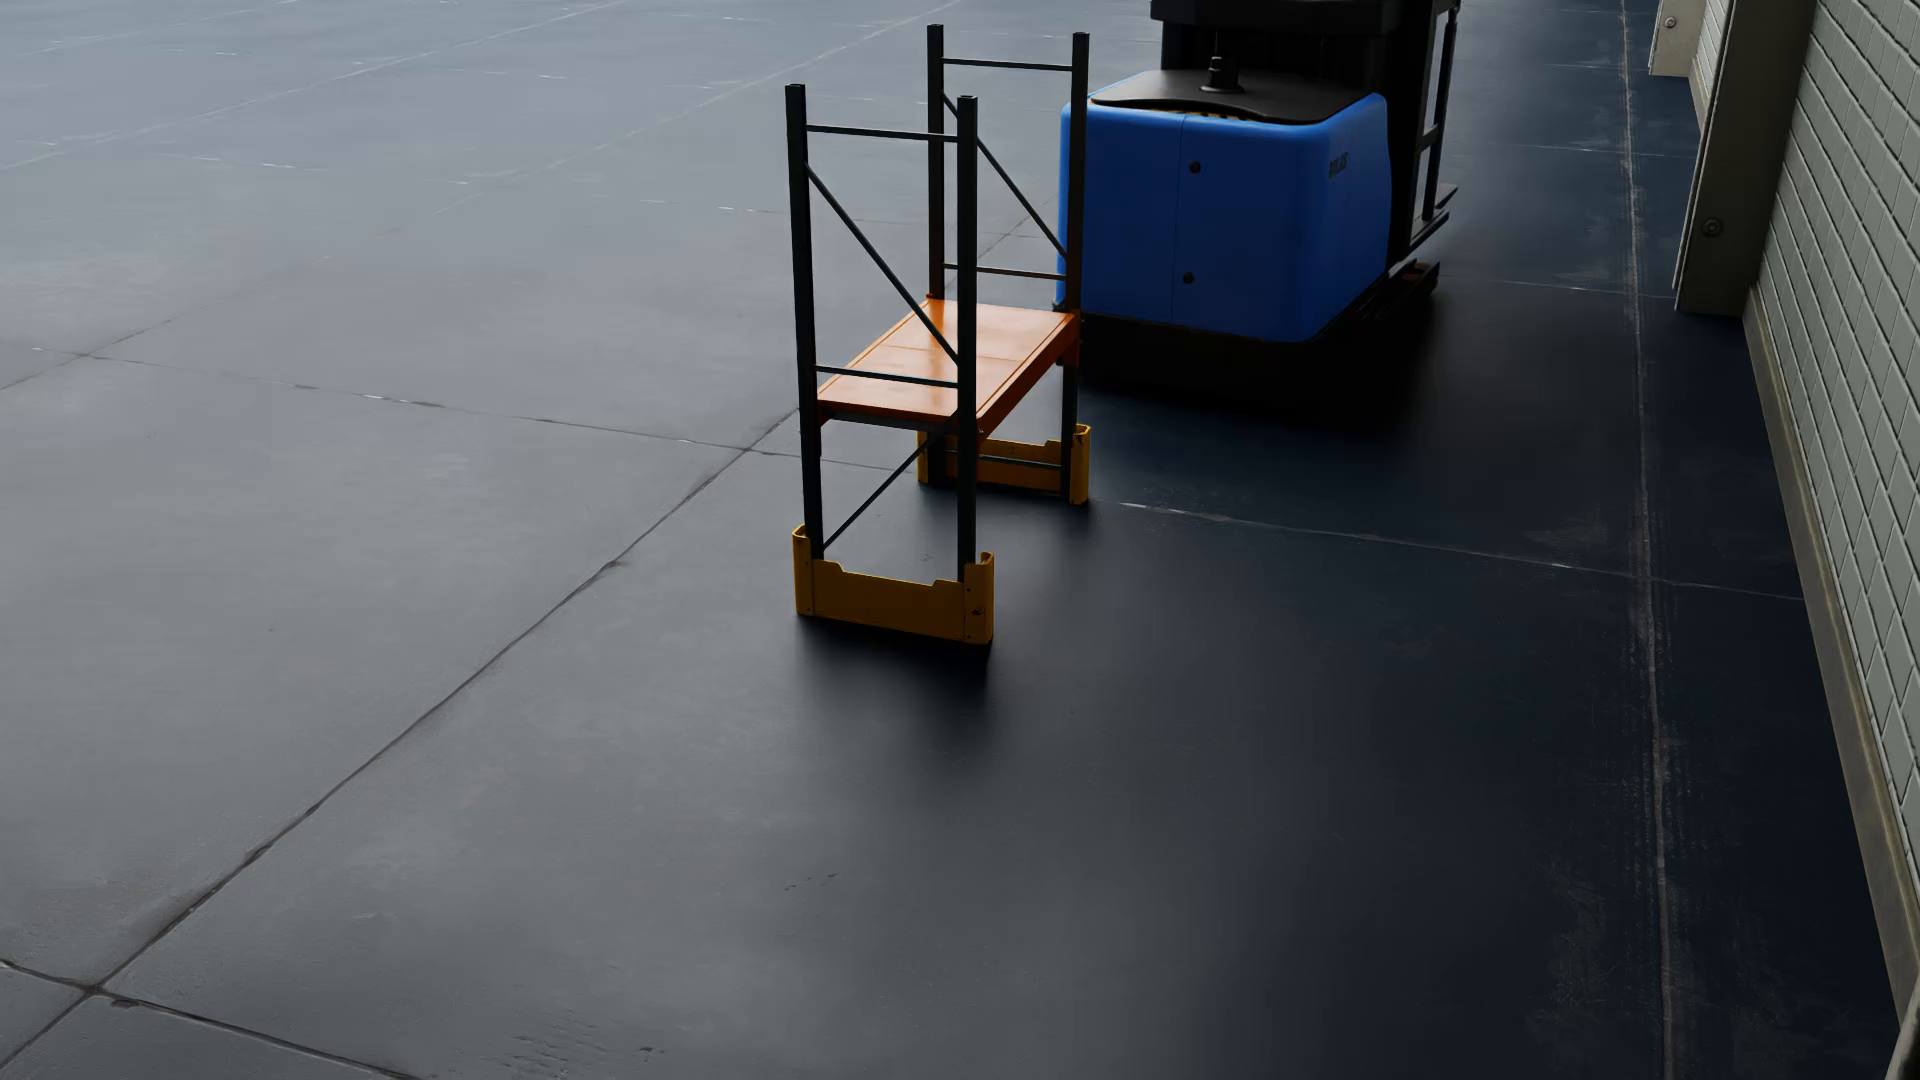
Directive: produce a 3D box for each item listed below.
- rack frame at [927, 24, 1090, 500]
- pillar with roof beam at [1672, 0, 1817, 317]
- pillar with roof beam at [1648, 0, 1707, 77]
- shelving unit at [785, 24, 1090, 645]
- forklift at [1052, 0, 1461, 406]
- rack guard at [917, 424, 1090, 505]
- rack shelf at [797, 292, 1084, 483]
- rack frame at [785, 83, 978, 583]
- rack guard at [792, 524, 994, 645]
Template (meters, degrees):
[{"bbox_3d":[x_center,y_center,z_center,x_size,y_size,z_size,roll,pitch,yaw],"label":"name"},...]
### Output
[{"bbox_3d":[0.141,-0.849,5.282,0.500,1.500,0.032,9,27,17],"label":"rack frame"},{"bbox_3d":[-0.690,-5.747,6.794,9.100,9.000,0.400,9,27,17],"label":"pillar with roof beam"},{"bbox_3d":[1.307,-8.213,11.887,9.100,9.000,0.400,9,27,17],"label":"pillar with roof beam"},{"bbox_3d":[-0.025,-0.644,4.858,0.587,1.500,1.083,9,27,17],"label":"shelving unit"},{"bbox_3d":[1.506,-2.415,6.874,1.130,2.935,3.031,13,29,26],"label":"forklift"},{"bbox_3d":[0.140,-0.286,5.554,0.587,0.250,0.087,9,27,17],"label":"rack guard"},{"bbox_3d":[-0.028,-0.478,4.929,0.538,0.185,1.000,9,27,17],"label":"rack shelf"},{"bbox_3d":[-0.198,-0.431,4.419,0.500,1.500,0.032,9,27,17],"label":"rack frame"},{"bbox_3d":[-0.191,0.123,4.708,0.587,0.250,0.087,9,27,17],"label":"rack guard"}]
